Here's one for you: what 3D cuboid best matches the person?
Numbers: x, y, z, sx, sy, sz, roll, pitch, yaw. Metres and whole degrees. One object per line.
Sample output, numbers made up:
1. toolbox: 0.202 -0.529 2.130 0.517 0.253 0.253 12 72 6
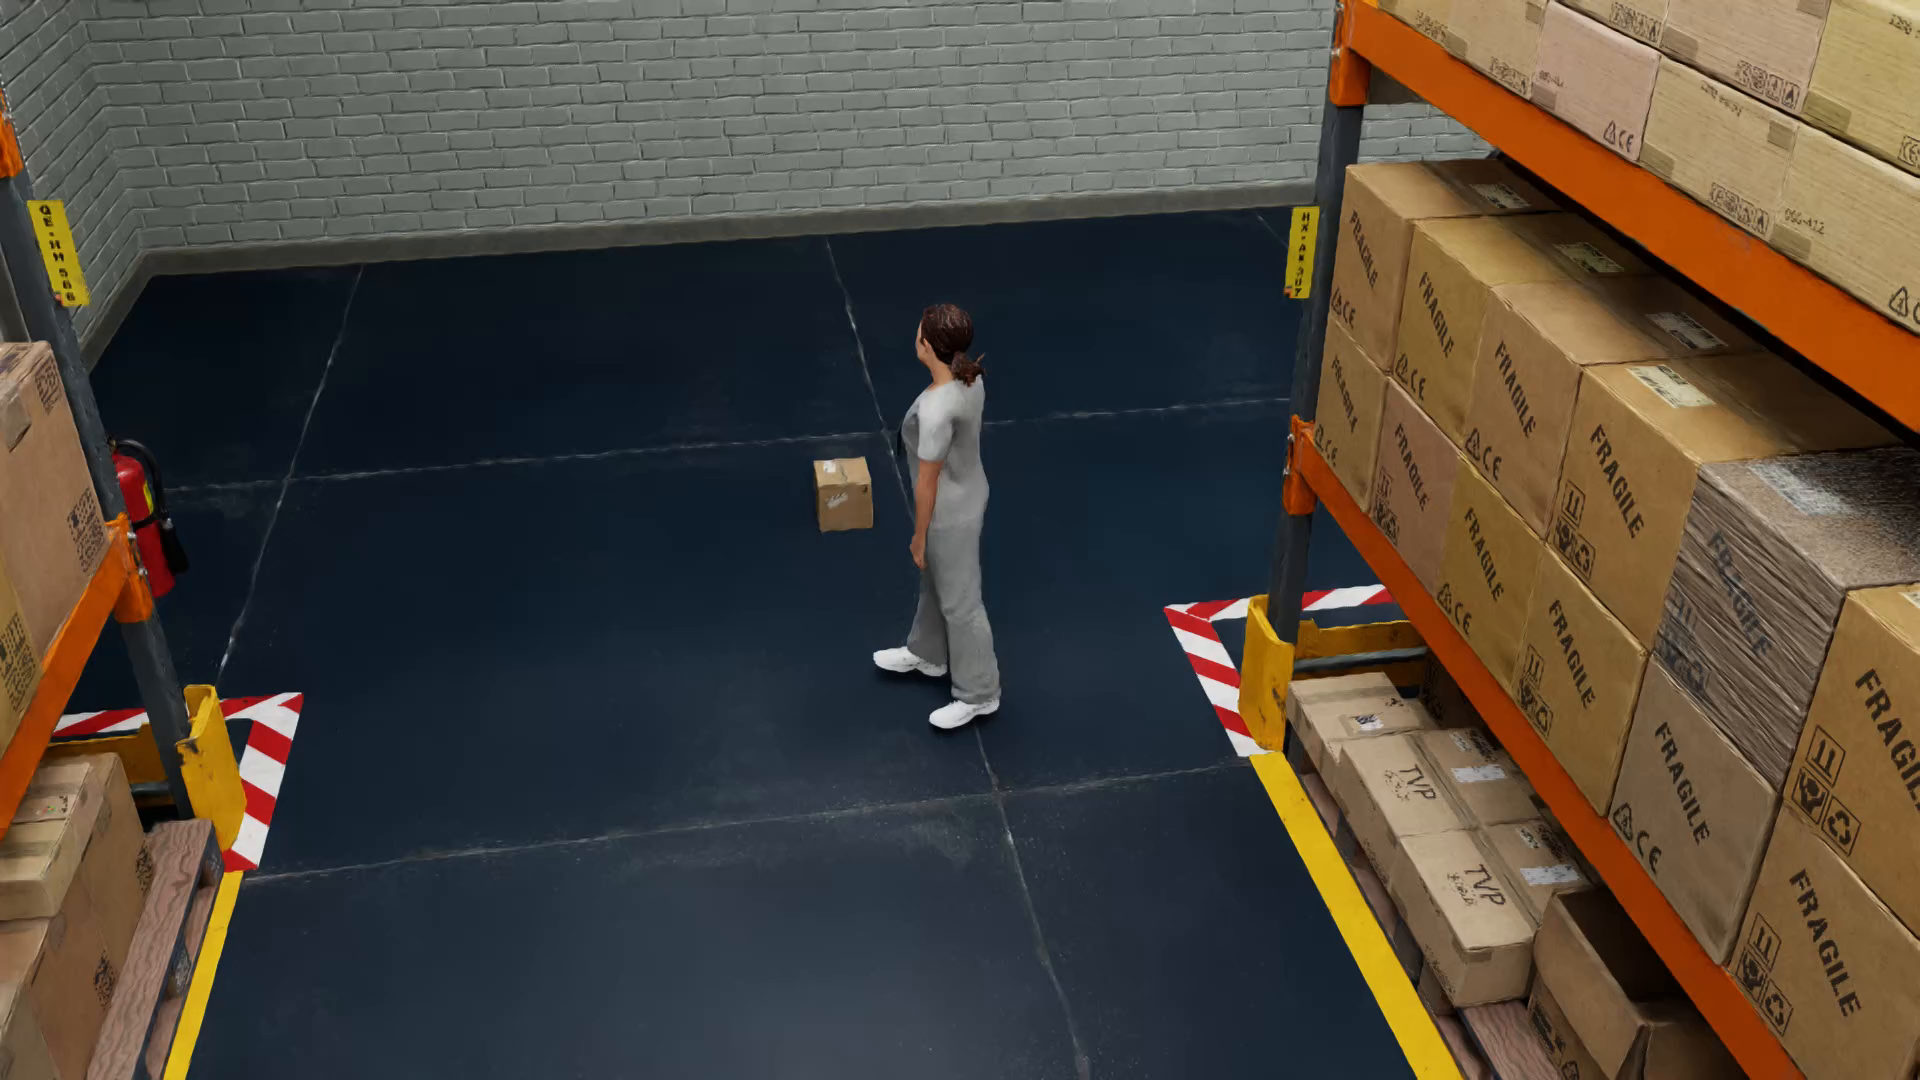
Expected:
1. person: -0.092 -0.122 6.293 0.574 1.668 0.561 6 31 11
